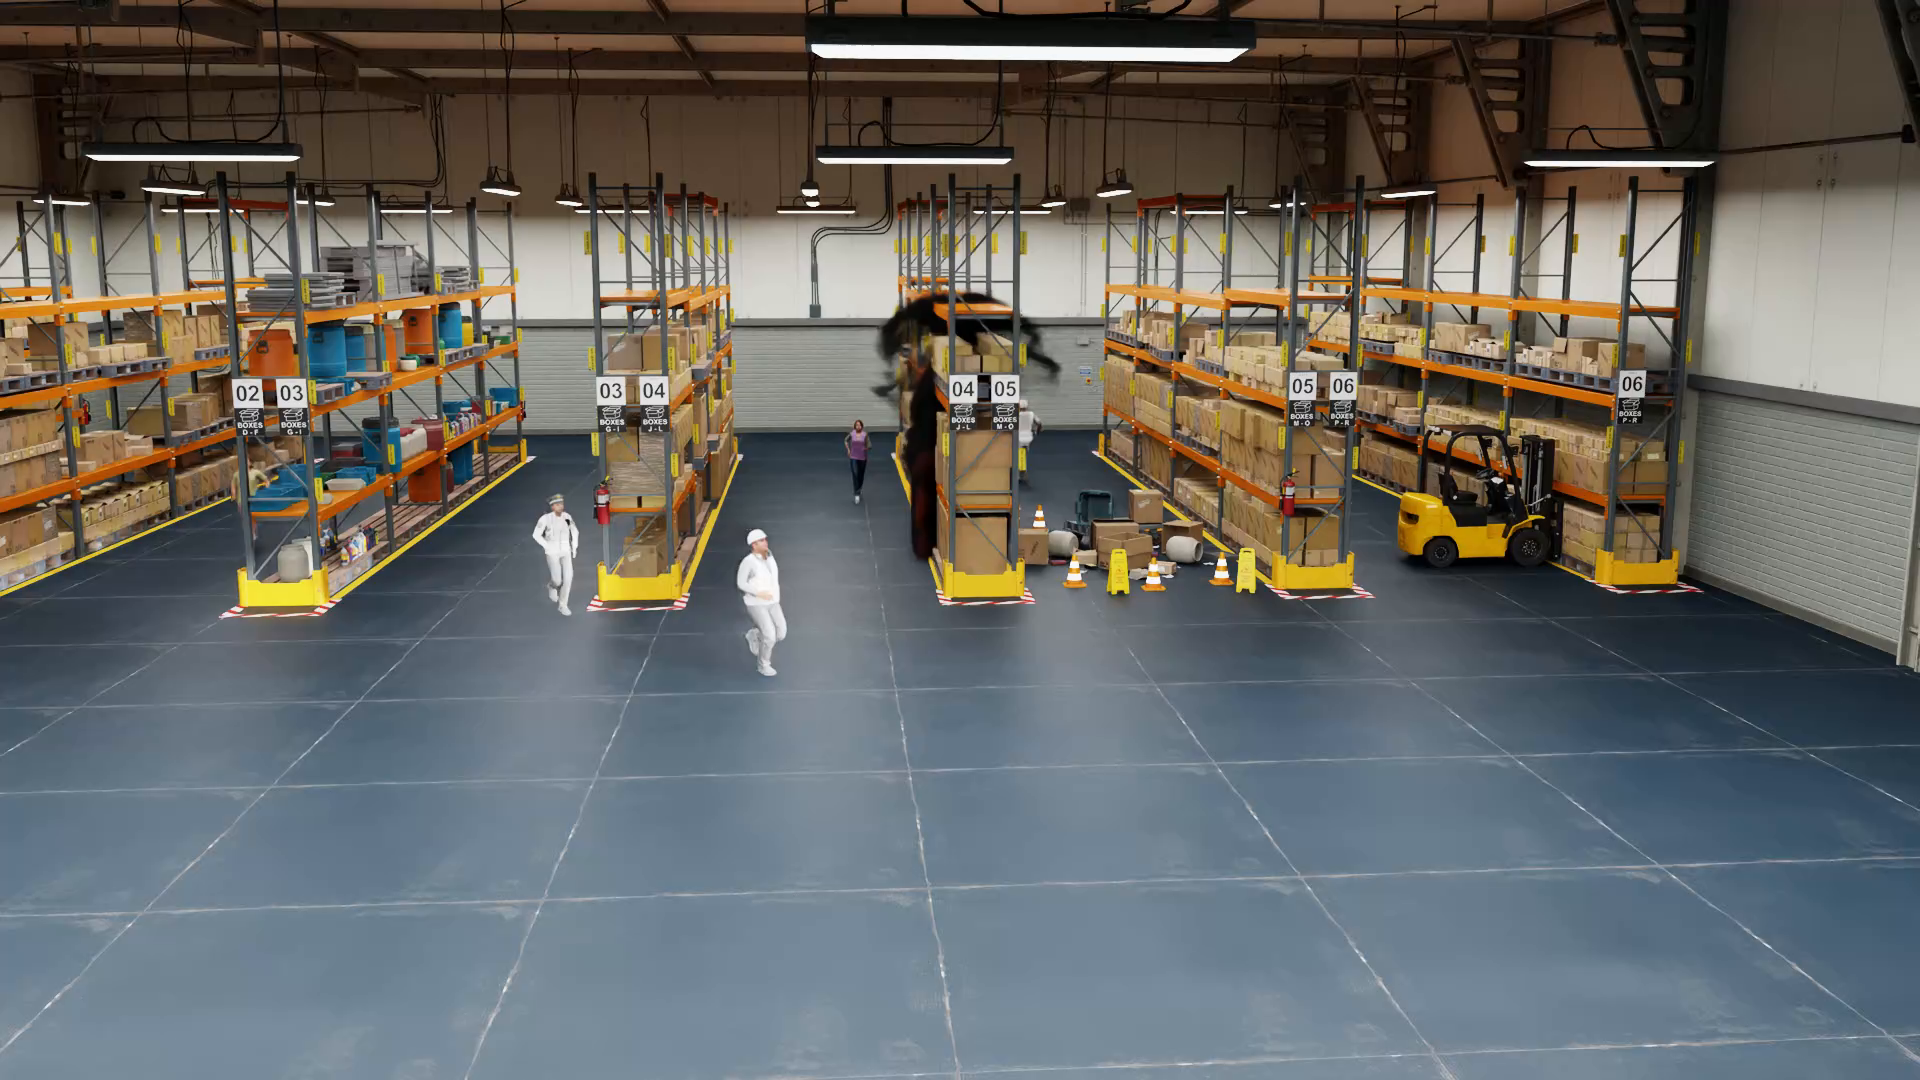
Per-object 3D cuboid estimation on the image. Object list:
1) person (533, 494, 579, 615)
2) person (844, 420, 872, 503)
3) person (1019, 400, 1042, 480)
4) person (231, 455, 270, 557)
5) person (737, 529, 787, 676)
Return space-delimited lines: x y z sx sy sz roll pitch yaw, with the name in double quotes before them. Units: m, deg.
"person" -5.563 0.179 22.996 0.657 1.675 0.614 -6 12 -30
"person" -2.015 -1.591 33.039 0.539 1.613 0.871 -1 10 -8
"person" 1.372 -2.147 35.831 0.714 1.751 0.804 -3 10 -17
"person" -11.699 -0.595 27.396 0.593 1.640 0.875 -1 10 -7
"person" -2.363 0.727 19.669 0.583 1.729 0.700 6 12 30
